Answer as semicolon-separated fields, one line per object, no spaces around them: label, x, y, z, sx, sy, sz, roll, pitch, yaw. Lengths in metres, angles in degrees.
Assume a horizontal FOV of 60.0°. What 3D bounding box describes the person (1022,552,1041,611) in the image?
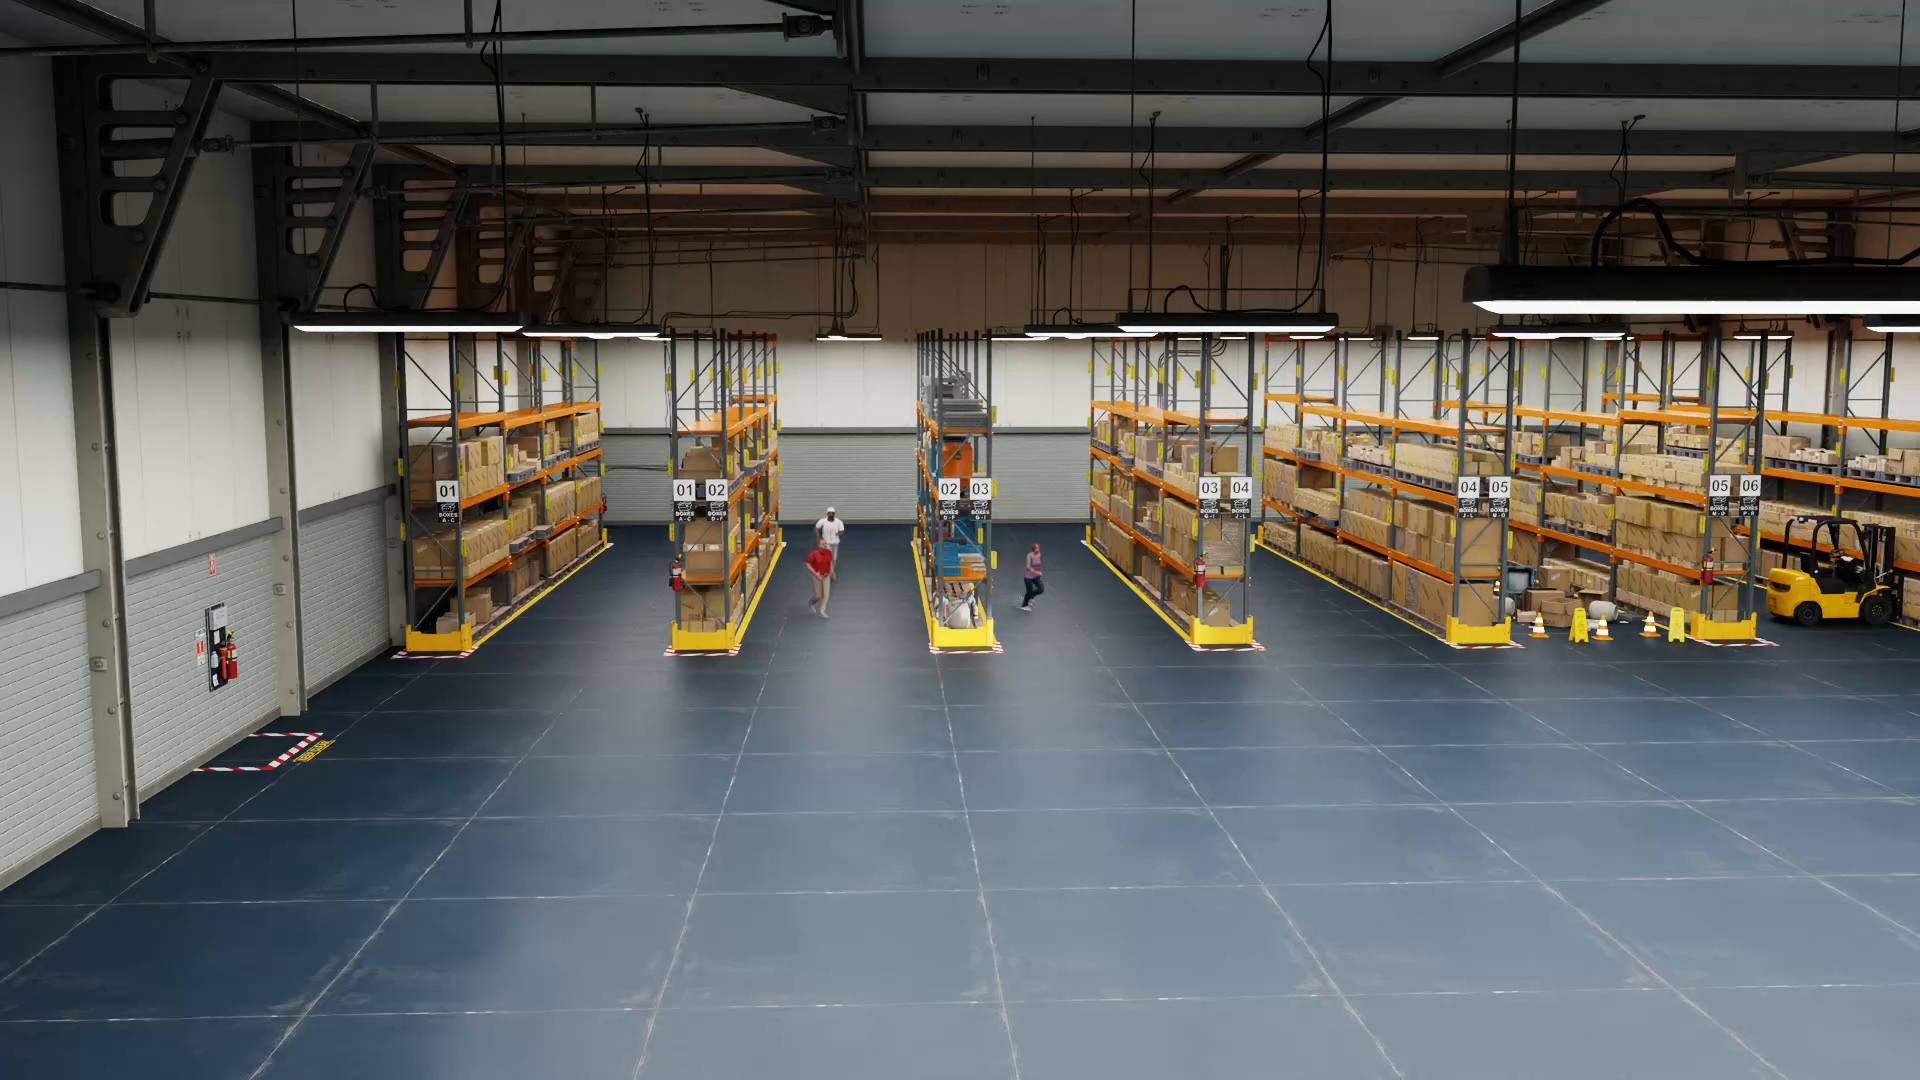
person;1.508;0.883;35.648;0.521;1.305;0.527;-5;9;-38

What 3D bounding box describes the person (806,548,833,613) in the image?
person;-2.976;0.845;35.002;0.640;1.383;0.564;-4;8;-30

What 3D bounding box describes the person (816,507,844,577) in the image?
person;-3.174;0.072;40.474;0.619;1.767;0.498;-2;7;-13
